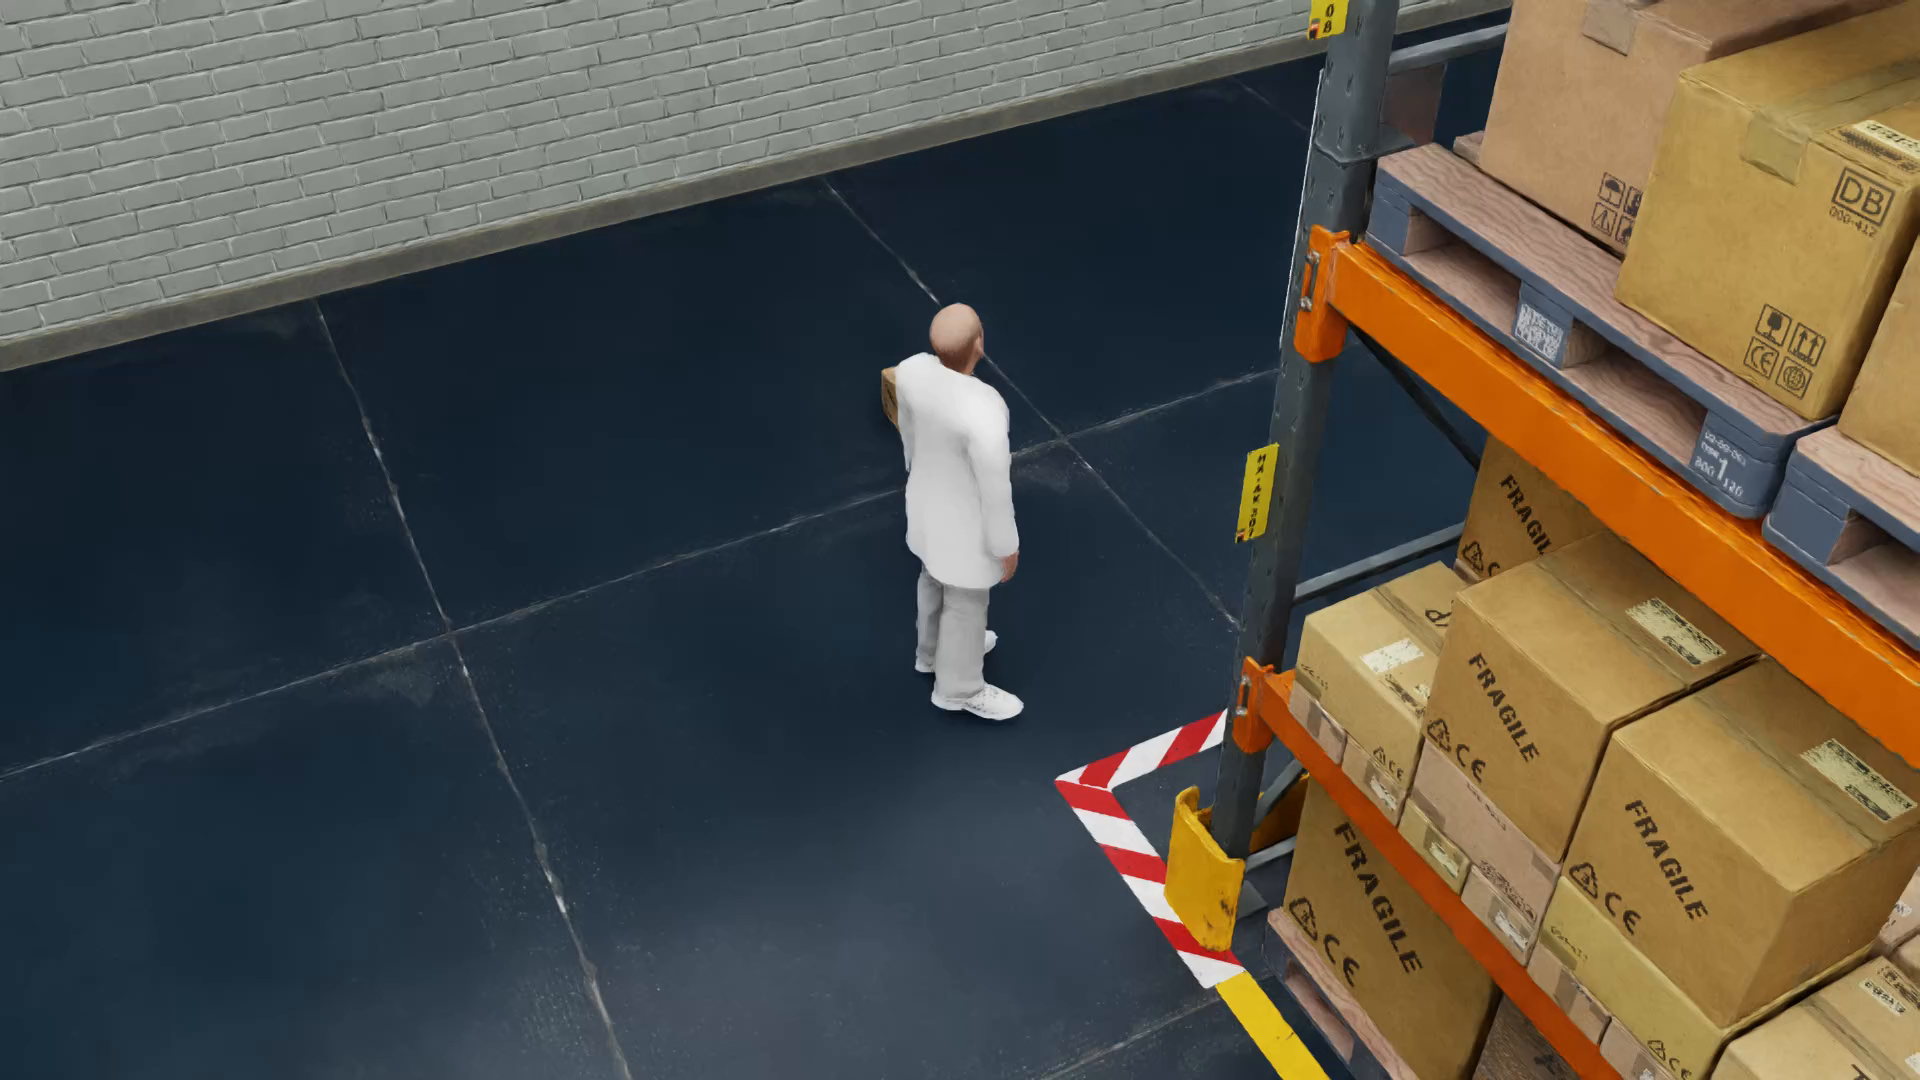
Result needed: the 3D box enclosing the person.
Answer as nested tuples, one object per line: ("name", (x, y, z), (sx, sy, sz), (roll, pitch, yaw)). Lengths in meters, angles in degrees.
("person", (0.024, -0.122, 6.267), (0.420, 1.789, 0.660), (-24, 46, -26))
